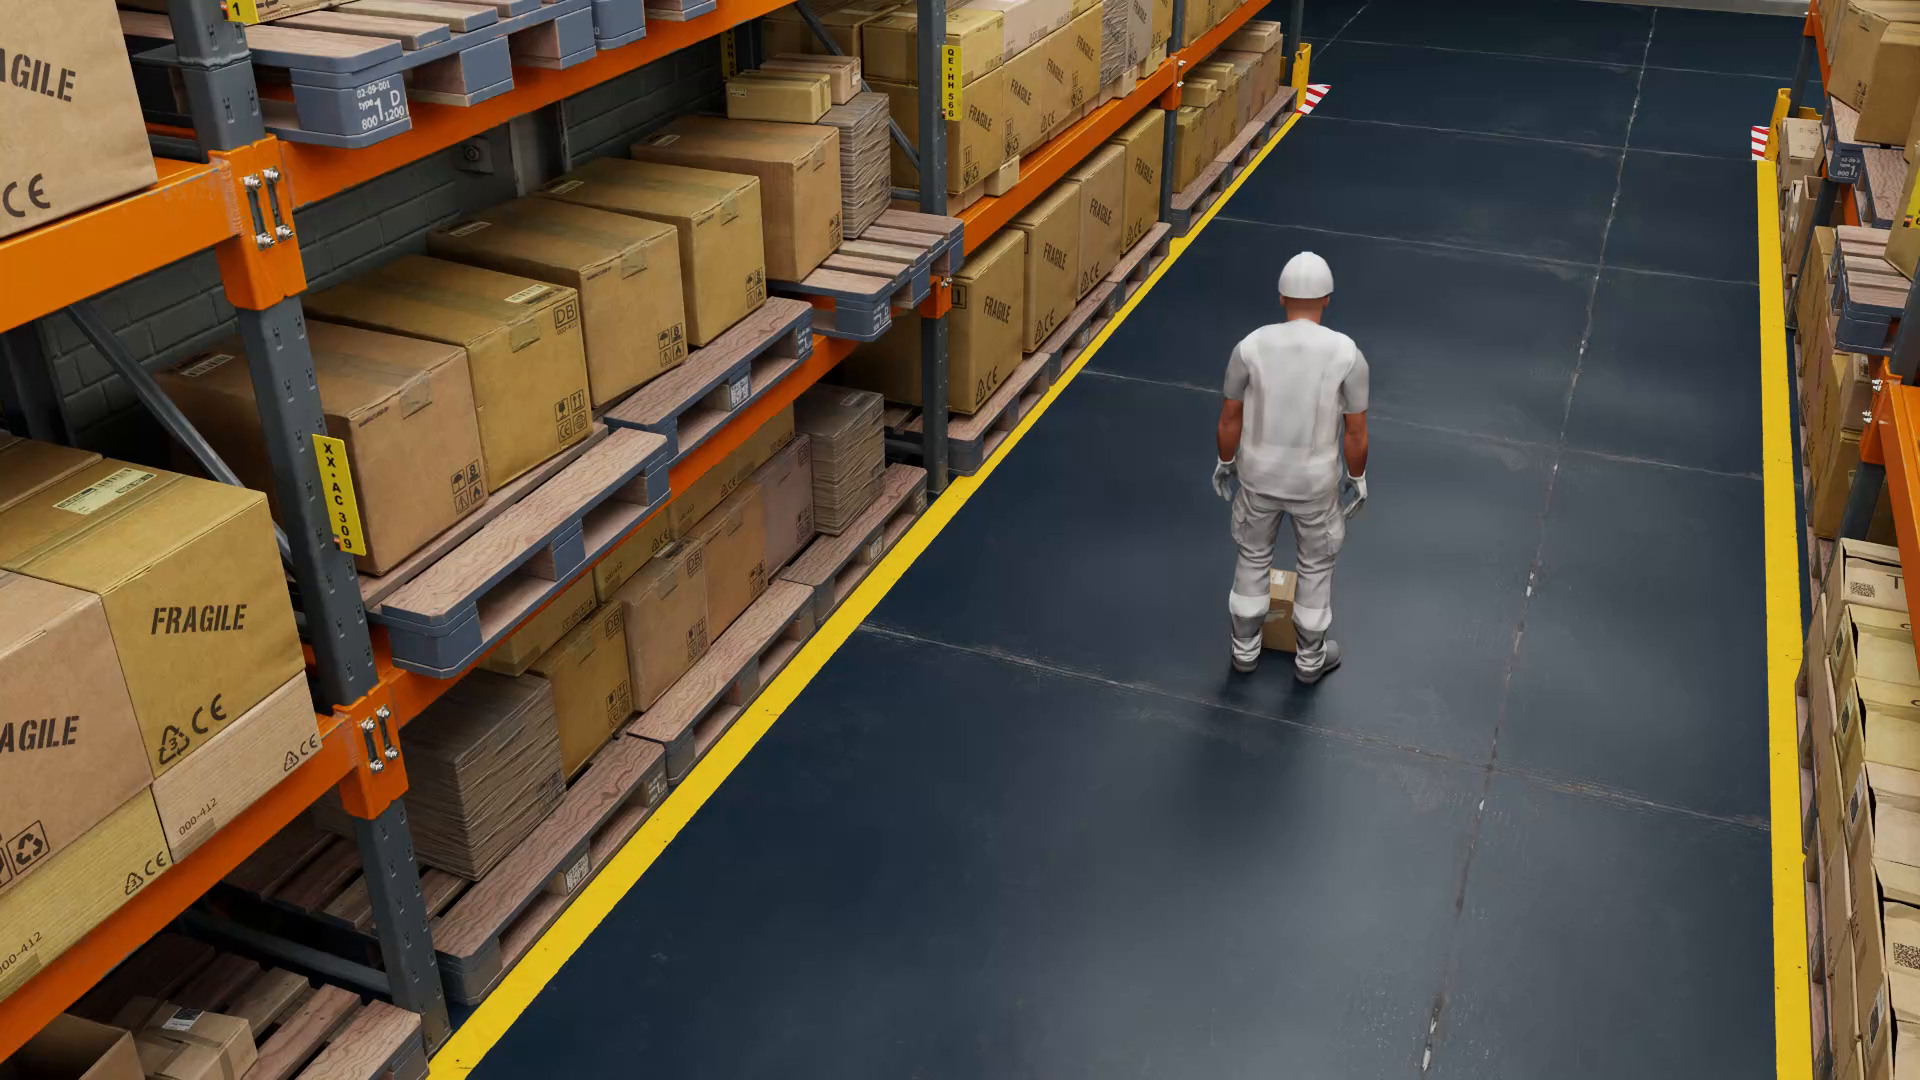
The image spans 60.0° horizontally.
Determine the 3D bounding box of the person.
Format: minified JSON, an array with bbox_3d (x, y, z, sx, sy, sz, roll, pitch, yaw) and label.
[{"bbox_3d":[1.306,-0.259,6.574,0.610,1.777,0.452,10,31,17],"label":"person"}]
